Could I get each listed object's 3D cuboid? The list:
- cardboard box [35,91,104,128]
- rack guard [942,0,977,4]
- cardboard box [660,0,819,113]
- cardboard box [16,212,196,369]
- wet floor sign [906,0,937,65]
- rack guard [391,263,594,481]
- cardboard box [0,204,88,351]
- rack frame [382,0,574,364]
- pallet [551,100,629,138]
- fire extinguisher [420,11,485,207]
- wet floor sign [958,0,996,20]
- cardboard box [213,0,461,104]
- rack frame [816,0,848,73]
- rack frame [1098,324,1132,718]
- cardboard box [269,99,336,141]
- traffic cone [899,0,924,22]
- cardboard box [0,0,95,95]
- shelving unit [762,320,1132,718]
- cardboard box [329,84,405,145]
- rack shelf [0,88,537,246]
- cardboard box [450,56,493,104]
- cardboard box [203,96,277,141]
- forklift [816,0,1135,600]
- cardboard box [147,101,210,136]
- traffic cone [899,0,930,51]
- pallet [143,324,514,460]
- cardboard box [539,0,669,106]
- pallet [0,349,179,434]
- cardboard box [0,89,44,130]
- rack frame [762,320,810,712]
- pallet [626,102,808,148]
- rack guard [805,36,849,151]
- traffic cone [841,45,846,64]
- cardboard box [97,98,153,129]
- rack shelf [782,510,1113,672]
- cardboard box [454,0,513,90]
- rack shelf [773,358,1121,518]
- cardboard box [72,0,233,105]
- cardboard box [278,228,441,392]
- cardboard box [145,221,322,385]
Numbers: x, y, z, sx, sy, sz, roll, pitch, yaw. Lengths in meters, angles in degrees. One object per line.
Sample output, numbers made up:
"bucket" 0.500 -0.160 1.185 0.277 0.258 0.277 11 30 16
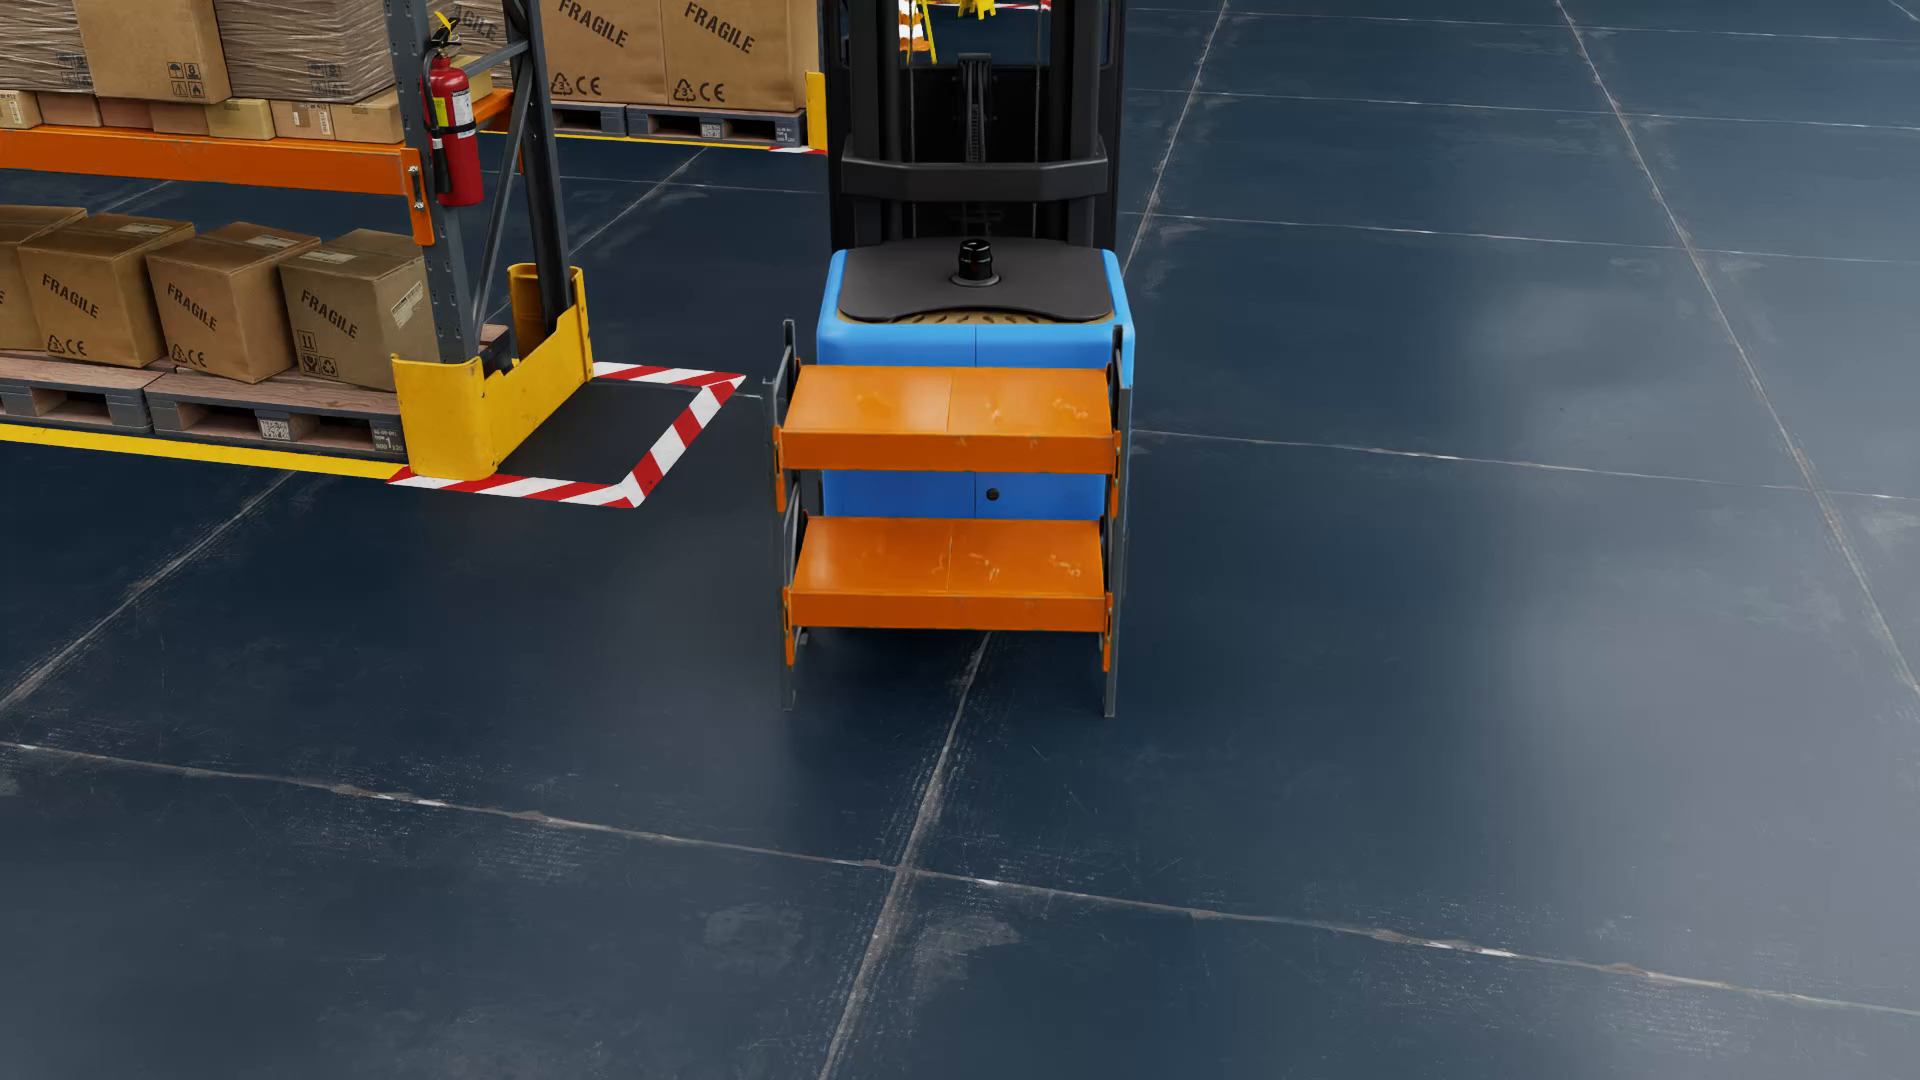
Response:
"cardboard box" -3.431 -1.769 6.619 0.250 0.149 0.380 6 29 11
"rack guard" 0.111 -5.395 15.584 0.348 0.500 1.175 6 29 11
"cardboard box" -1.426 -3.438 11.182 0.875 0.875 0.875 6 29 11
"cardboard box" -3.691 -1.103 7.308 0.500 0.500 0.500 9 30 15
"wet floor sign" -0.307 -4.043 12.963 0.232 0.644 0.267 1 29 2
"rack guard" -1.958 -0.741 7.083 0.348 0.500 1.175 6 29 11
"cardboard box" -4.227 -1.180 7.448 0.500 0.500 0.500 3 29 6
"rack frame" -1.884 -1.830 6.468 0.127 3.000 1.000 6 29 11
"pallet" -2.737 -3.093 11.679 1.213 0.211 1.003 6 29 11
"fire extinguisher" -1.868 -1.568 6.071 0.183 0.674 0.296 6 29 11
"wet floor sign" 0.148 -4.929 14.582 0.232 0.644 0.267 17 33 28
"cardboard box" -2.416 -2.072 6.497 0.500 0.500 0.875 6 29 11
"rack frame" -0.749 -4.149 10.705 0.127 3.000 1.000 6 29 11
"rack frame" 0.478 -0.053 5.175 0.032 1.125 0.500 1 29 2
"cardboard box" -2.450 -1.676 6.450 0.250 0.149 0.380 6 29 11
"traffic cone" -0.504 -4.808 14.551 0.334 0.463 0.336 6 29 11
"cardboard box" -3.410 -2.136 6.615 0.500 0.500 0.875 6 29 11
"shelving unit" -0.030 -0.061 5.190 1.048 1.125 0.538 1 29 2
"cardboard box" -2.206 -1.651 6.404 0.250 0.149 0.380 6 29 11
"rack shelf" -3.840 -1.715 7.008 4.000 0.370 1.077 6 29 11
"cardboard box" -2.113 -1.860 6.785 0.250 0.149 0.380 6 29 11
"cardboard box" -2.705 -1.677 6.452 0.250 0.149 0.380 6 29 11
"forklift" 0.051 -1.720 6.340 1.130 2.935 3.031 0 29 0
"cardboard box" -2.946 -1.710 6.511 0.250 0.149 0.380 6 29 11
"traffic cone" -0.404 -4.253 13.536 0.334 0.463 0.336 6 29 11
"pallet" -2.745 -0.712 7.331 1.213 0.211 1.003 6 29 11
"cardboard box" -2.287 -3.525 11.341 0.875 0.875 0.875 5 29 10
"pallet" -3.935 -0.836 7.557 1.213 0.211 1.003 6 29 11
"cardboard box" -3.694 -1.752 6.589 0.250 0.149 0.380 6 29 11
"rack frame" -0.538 -0.069 5.205 0.032 1.125 0.500 1 29 2
"pallet" -1.547 -2.969 11.454 1.213 0.211 1.003 6 29 11
"rack guard" -0.726 -3.050 11.301 0.348 0.500 1.175 6 29 11
"traffic cone" -0.972 -3.756 12.629 0.334 0.463 0.336 6 29 11
"cardboard box" -3.182 -1.754 6.592 0.250 0.149 0.380 6 29 11
"rack shelf" -0.030 0.153 5.308 1.000 0.278 0.538 1 29 2
"cardboard box" -3.178 -3.618 11.510 0.875 0.875 0.875 6 29 11
"rack shelf" -0.030 -0.318 5.050 1.000 0.278 0.538 1 29 2
"cardboard box" -2.930 -2.066 6.486 0.500 0.500 0.875 6 29 11
"cardboard box" -2.491 -0.988 7.097 0.500 0.500 0.500 11 31 20
"cardboard box" -3.083 -1.032 7.177 0.500 0.500 0.500 14 32 24
